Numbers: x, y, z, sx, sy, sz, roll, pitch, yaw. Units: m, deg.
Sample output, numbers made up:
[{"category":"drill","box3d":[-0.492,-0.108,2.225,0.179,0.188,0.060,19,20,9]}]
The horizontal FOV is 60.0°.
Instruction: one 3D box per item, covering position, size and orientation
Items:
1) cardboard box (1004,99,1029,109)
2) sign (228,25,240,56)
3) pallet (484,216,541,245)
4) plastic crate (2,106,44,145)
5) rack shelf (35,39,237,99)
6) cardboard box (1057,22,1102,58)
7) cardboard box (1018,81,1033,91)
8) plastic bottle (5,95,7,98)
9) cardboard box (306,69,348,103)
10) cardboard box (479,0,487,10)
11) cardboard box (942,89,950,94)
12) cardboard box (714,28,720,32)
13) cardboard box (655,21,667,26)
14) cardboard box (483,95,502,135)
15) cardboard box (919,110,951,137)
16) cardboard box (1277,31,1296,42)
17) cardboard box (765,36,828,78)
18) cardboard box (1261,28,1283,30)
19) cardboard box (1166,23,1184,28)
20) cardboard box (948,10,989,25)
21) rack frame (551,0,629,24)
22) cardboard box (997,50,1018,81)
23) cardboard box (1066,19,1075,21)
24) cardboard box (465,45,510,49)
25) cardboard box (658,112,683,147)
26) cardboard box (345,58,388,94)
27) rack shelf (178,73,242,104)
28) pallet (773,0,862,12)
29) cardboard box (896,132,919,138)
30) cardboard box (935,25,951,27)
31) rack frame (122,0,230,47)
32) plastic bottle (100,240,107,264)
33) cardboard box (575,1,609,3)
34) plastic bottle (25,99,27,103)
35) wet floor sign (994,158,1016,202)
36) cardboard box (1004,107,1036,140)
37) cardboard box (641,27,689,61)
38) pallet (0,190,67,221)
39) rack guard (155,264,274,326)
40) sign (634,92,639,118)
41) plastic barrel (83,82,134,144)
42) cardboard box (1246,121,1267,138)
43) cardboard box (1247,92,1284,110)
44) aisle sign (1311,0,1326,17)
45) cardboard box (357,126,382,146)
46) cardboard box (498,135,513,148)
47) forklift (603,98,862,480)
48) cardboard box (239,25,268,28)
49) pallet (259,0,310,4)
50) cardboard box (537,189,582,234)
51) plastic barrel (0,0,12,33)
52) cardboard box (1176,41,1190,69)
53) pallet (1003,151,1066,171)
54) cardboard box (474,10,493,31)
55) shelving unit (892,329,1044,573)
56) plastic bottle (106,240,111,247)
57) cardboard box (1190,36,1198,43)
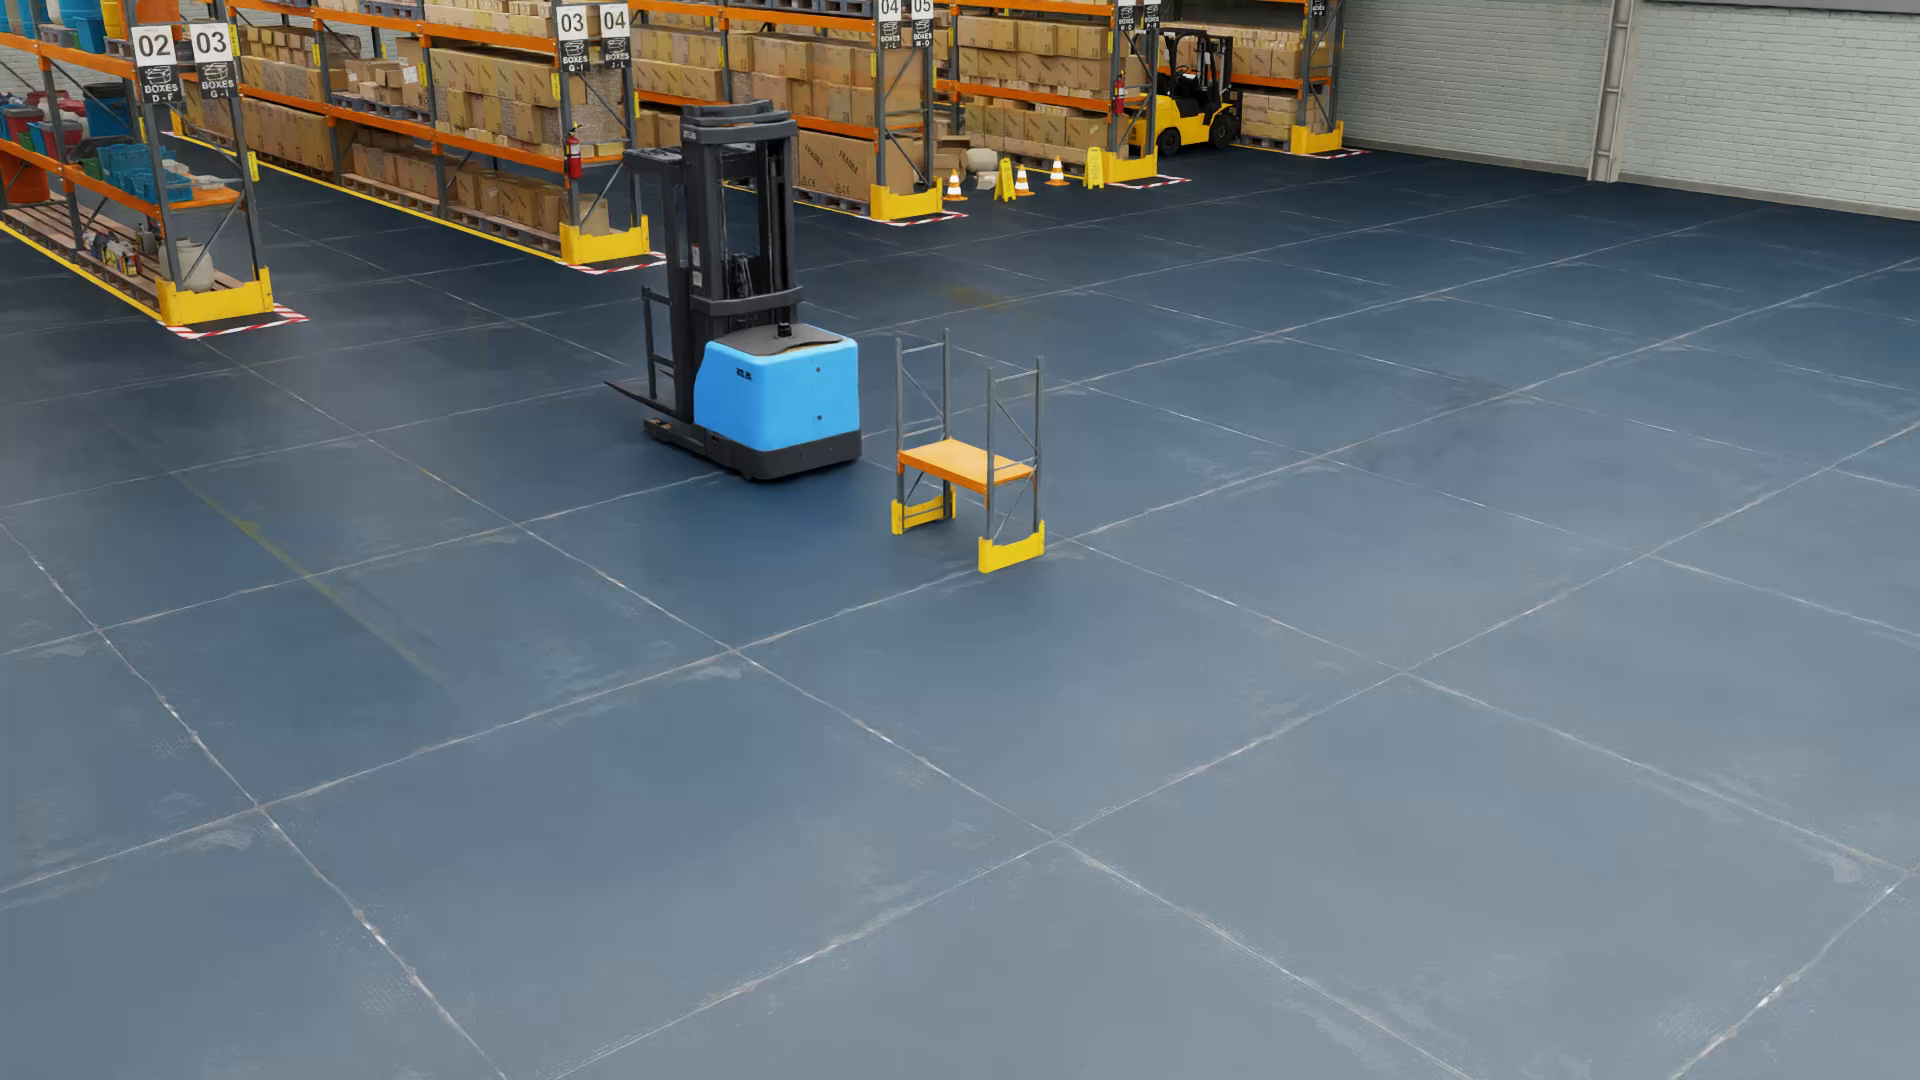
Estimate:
[{"category":"cardboard box","box3d":[0.989,-7.669,29.229,0.380,0.149,0.250,-16,26,-34]},{"category":"sign","box3d":[-7.972,-5.482,18.241,0.100,0.325,0.005,-17,27,-37]},{"category":"pallet","box3d":[-5.985,-4.422,23.486,1.003,0.211,1.213,-17,27,-37]},{"category":"plastic crate","box3d":[-12.791,-5.672,22.764,0.402,0.464,0.583,-17,27,-37]},{"category":"rack shelf","box3d":[-9.697,-5.565,19.453,1.077,0.370,4.000,-17,27,-37]},{"category":"cardboard box","box3d":[2.045,-8.371,27.826,0.700,0.500,0.500,-17,27,-37]},{"category":"cardboard box","box3d":[1.233,-7.895,28.873,0.380,0.149,0.250,-18,27,-38]},{"category":"plastic bottle","box3d":[-14.778,-6.756,25.797,0.097,0.271,0.097,0,21,0]},{"category":"cardboard box","box3d":[-10.371,-7.464,27.291,0.500,0.500,0.500,-16,27,-36]},{"category":"cardboard box","box3d":[-6.198,-7.170,22.223,0.380,0.149,0.250,-17,27,-36]},{"category":"cardboard box","box3d":[-0.050,-10.403,37.784,0.500,0.500,0.500,-19,28,-39]},{"category":"cardboard box","box3d":[-4.891,-10.779,35.411,0.500,0.250,0.500,-18,28,-39]},{"category":"cardboard box","box3d":[-6.471,-11.343,37.194,0.500,0.500,0.500,-16,27,-36]},{"category":"cardboard box","box3d":[-6.006,-5.872,22.819,0.875,0.500,0.500,-17,27,-37]},{"category":"cardboard box","box3d":[-0.559,-7.908,31.590,0.950,0.372,0.625,-15,26,-34]},{"category":"cardboard box","box3d":[6.048,-9.268,30.600,0.380,0.149,0.250,-17,27,-37]},{"category":"cardboard box","box3d":[-2.517,-7.544,25.946,0.875,0.550,0.550,-17,27,-37]},{"category":"cardboard box","box3d":[5.899,-9.591,31.424,0.380,0.149,0.250,-16,27,-36]},{"category":"cardboard box","box3d":[4.251,-10.059,32.618,0.380,0.149,0.250,-17,27,-37]},{"category":"cardboard box","box3d":[0.198,-11.533,37.098,0.797,0.503,0.637,-18,28,-39]},{"category":"rack frame","box3d":[-4.639,-7.923,20.375,1.000,3.000,0.127,-17,27,-37]},{"category":"cardboard box","box3d":[0.996,-8.316,29.059,0.500,0.500,0.500,-18,28,-38]},{"category":"cardboard box","box3d":[2.361,-11.006,35.444,0.380,0.149,0.250,-18,28,-38]},{"category":"cardboard box","box3d":[-6.748,-6.827,23.885,0.500,0.500,0.500,-17,27,-37]},{"category":"cardboard box","box3d":[-4.527,-6.953,28.633,1.050,0.750,0.750,-17,27,-37]},{"category":"cardboard box","box3d":[-9.479,-7.443,26.660,0.500,0.500,0.500,18,28,39]},{"category":"rack shelf","box3d":[-13.778,-8.663,31.475,1.077,0.370,4.000,-17,27,-37]},{"category":"pallet","box3d":[-2.109,-8.178,25.259,1.003,0.211,1.213,-17,27,-37]},{"category":"cardboard box","box3d":[-1.072,-7.351,29.528,0.500,0.500,0.500,-17,27,-37]},{"category":"cardboard box","box3d":[-0.471,-9.451,31.379,0.500,0.500,0.500,-18,27,-38]},{"category":"rack frame","box3d":[-8.392,-6.744,17.364,1.000,3.000,0.127,-17,27,-37]},{"category":"plastic bottle","box3d":[-10.591,-3.567,20.599,0.061,0.283,0.133,-16,26,-35]},{"category":"cardboard box","box3d":[-4.740,-6.868,21.453,0.380,0.149,0.250,-17,27,-36]},{"category":"plastic bottle","box3d":[-14.157,-6.543,25.236,0.061,0.283,0.133,-17,27,-37]},{"category":"wet floor sign","box3d":[0.703,-5.650,26.024,0.232,0.644,0.267,17,27,36]},{"category":"cardboard box","box3d":[1.133,-7.343,29.284,0.500,0.500,0.500,-16,26,-35]},{"category":"cardboard box","box3d":[-5.085,-8.598,28.815,0.700,0.500,0.500,-18,28,-38]},{"category":"pallet","box3d":[-14.160,-5.071,25.141,1.003,0.211,1.213,-17,27,-37]},{"category":"rack guard","box3d":[-8.477,-2.797,18.939,1.175,0.500,0.348,-17,27,-37]},{"category":"sign","box3d":[-4.229,-5.662,21.641,0.100,0.325,0.005,-17,27,-37]},{"category":"plastic barrel","box3d":[-11.025,-5.468,21.645,0.600,0.901,0.708,-17,27,-37]},{"category":"cardboard box","box3d":[5.763,-7.781,31.432,0.500,0.250,0.500,-17,27,-37]},{"category":"cardboard box","box3d":[5.751,-8.245,31.246,0.500,0.250,0.500,-17,27,-36]},{"category":"aisle sign","box3d":[6.446,-9.794,29.812,0.394,0.787,0.004,-17,27,-37]},{"category":"cardboard box","box3d":[-9.401,-6.552,26.896,0.500,0.250,0.500,-16,27,-35]},{"category":"cardboard box","box3d":[-6.041,-5.432,22.584,0.380,0.149,0.250,-17,27,-37]},{"category":"forklift","box3d":[-2.158,-2.322,14.393,1.130,2.935,3.031,-17,27,-36]},{"category":"cardboard box","box3d":[-12.907,-9.194,30.615,0.500,0.500,0.500,-17,27,-37]},{"category":"pallet","box3d":[-11.054,-9.123,27.808,1.003,0.211,1.213,-16,26,-35]},{"category":"cardboard box","box3d":[-5.451,-4.495,22.699,0.500,0.500,0.500,-10,23,-24]},{"category":"plastic barrel","box3d":[-12.353,-7.136,21.791,0.600,0.901,0.708,-17,27,-37]},{"category":"cardboard box","box3d":[4.459,-9.499,32.486,0.500,0.500,0.500,-17,27,-37]},{"category":"pallet","box3d":[1.523,-6.781,29.509,1.003,0.211,1.213,-17,27,-37]},{"category":"cardboard box","box3d":[-6.135,-6.948,22.203,0.500,0.250,0.500,-18,28,-38]},{"category":"shelving unit","box3d":[0.050,-0.677,12.157,0.587,1.500,1.083,-17,27,-37]},{"category":"plastic bottle","box3d":[-10.543,-3.585,20.661,0.097,0.271,0.097,0,21,0]},{"category":"cardboard box","box3d":[4.660,-9.680,32.058,0.380,0.149,0.250,-18,28,-38]}]
